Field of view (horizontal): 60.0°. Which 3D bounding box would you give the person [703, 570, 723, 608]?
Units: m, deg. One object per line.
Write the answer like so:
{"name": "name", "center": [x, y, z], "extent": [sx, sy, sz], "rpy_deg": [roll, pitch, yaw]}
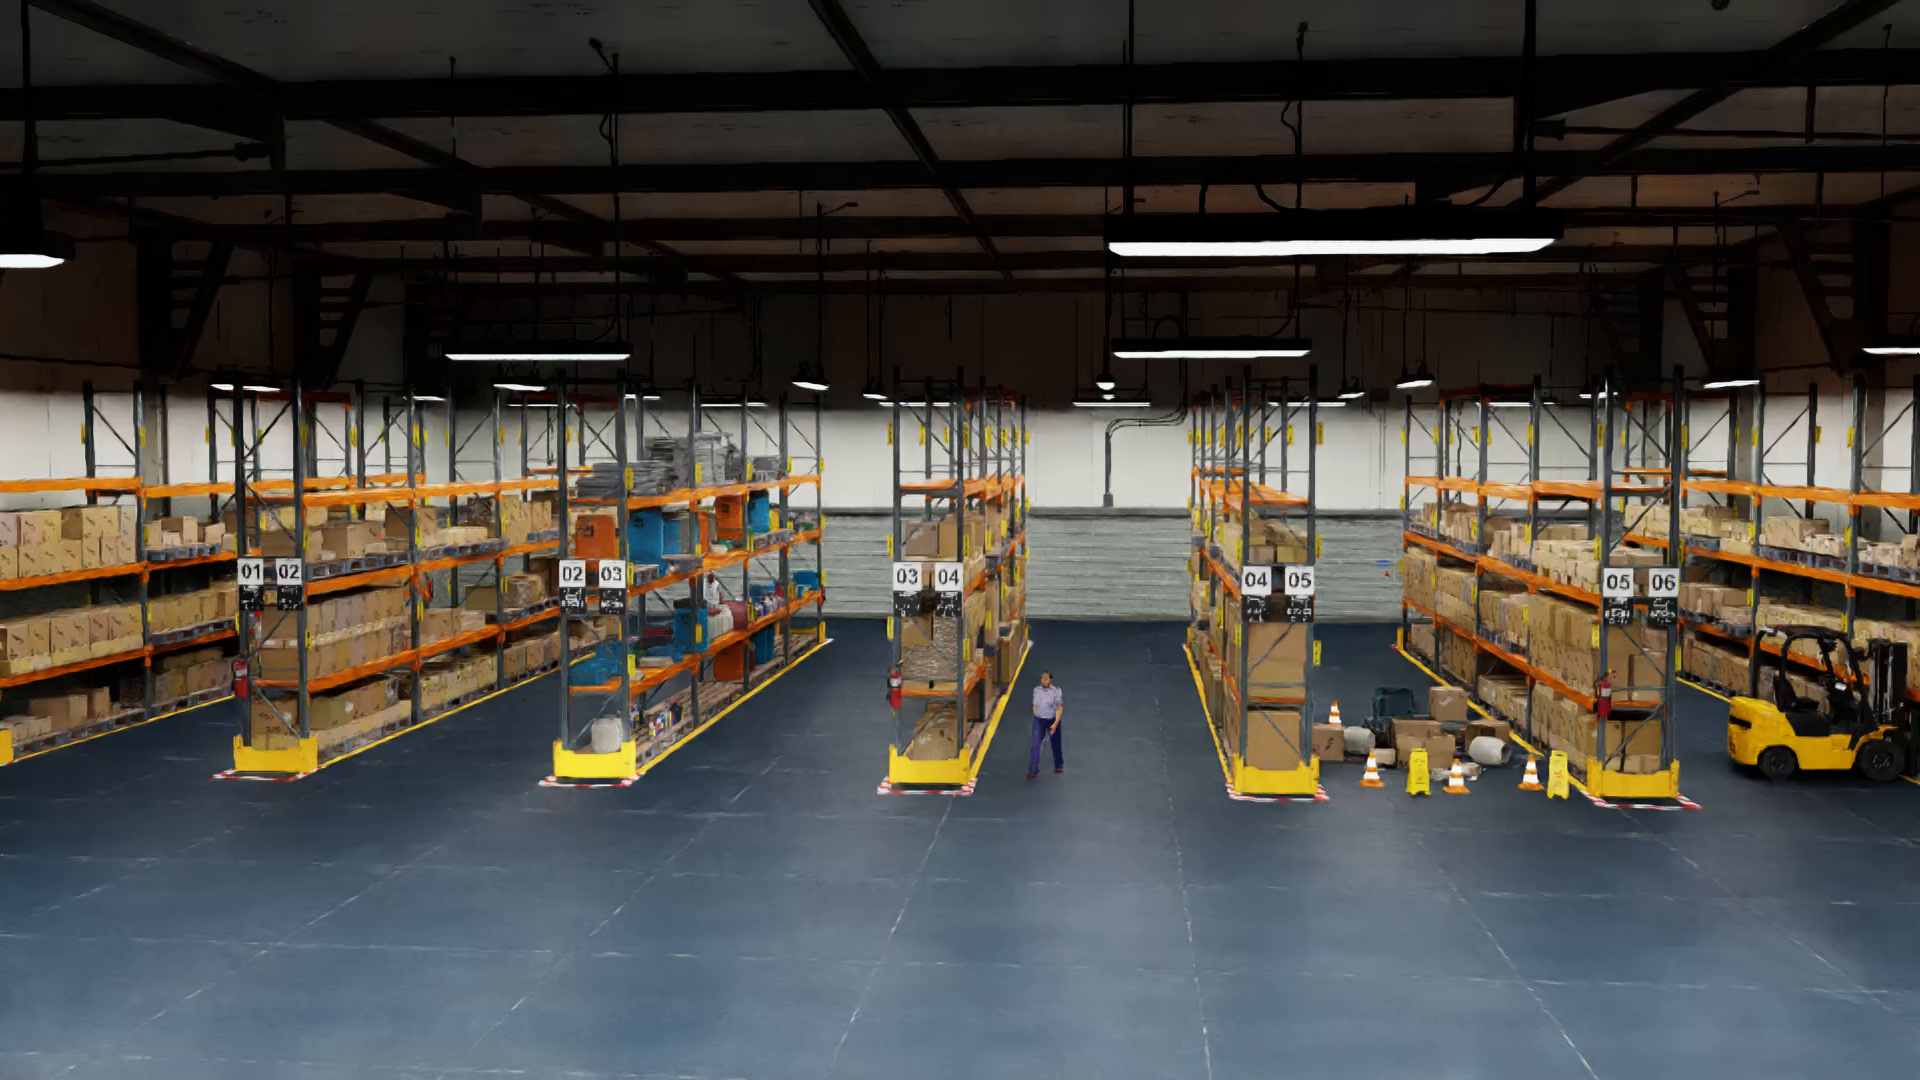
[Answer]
{"name": "person", "center": [-6.208, 1.557, 41.514], "extent": [0.563, 1.707, 1.127], "rpy_deg": [0, 4, 3]}

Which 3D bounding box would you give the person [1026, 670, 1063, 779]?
{"name": "person", "center": [1.283, 2.684, 24.370], "extent": [0.478, 1.579, 0.996], "rpy_deg": [1, 4, 15]}

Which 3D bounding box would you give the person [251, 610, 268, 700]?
{"name": "person", "center": [-13.109, 2.167, 31.233], "extent": [0.444, 1.786, 0.598], "rpy_deg": [-1, 4, -19]}
